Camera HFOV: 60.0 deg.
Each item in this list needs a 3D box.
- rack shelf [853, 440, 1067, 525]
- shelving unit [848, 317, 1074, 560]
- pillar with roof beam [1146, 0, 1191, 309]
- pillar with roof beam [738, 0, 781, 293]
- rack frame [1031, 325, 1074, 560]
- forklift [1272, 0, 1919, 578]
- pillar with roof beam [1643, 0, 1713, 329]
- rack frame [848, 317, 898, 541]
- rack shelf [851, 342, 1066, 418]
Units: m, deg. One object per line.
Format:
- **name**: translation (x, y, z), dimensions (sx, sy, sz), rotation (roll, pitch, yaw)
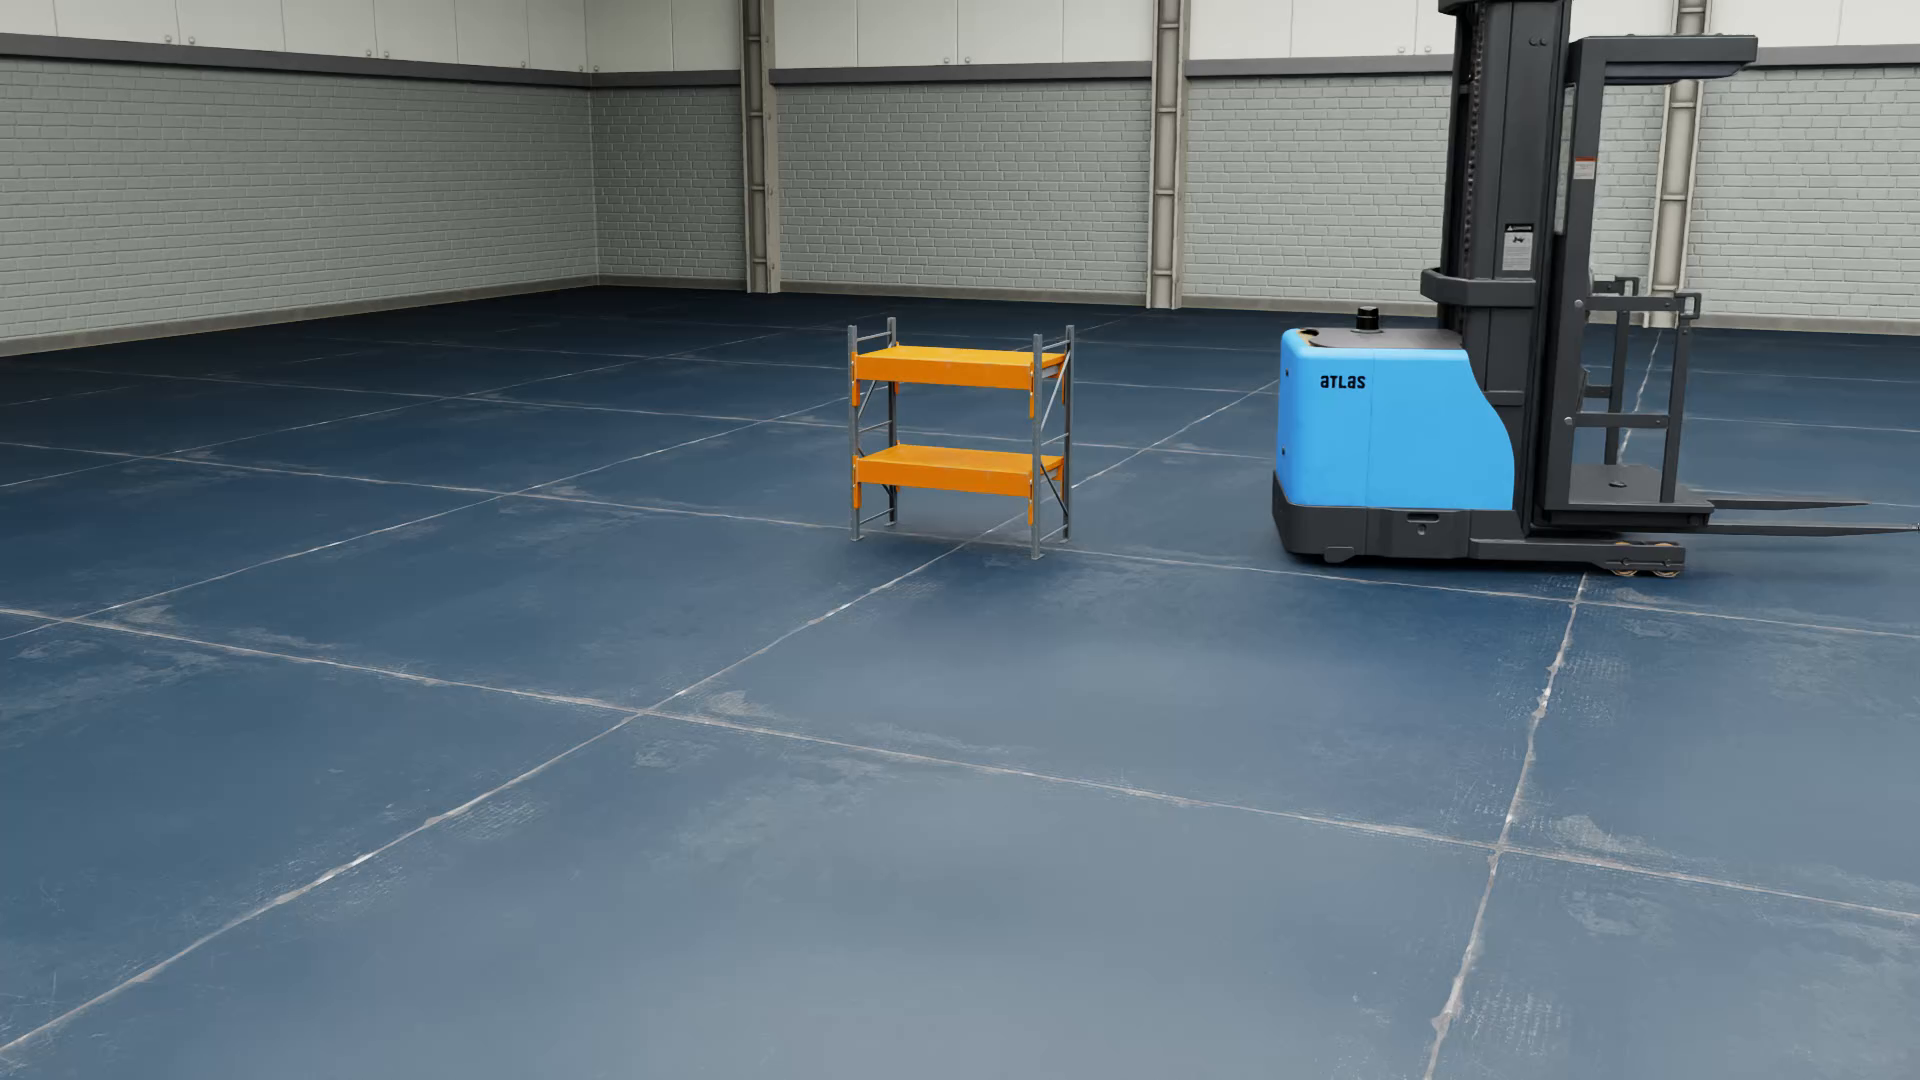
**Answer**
- **rack shelf**: translation (0.006, -0.309, 8.680), dimensions (1.000, 0.278, 0.538), rotation (6, 14, 23)
- **shelving unit**: translation (0.006, -0.547, 8.624), dimensions (1.048, 1.125, 0.538), rotation (6, 14, 23)
- **pillar with roof beam**: translation (0.911, -6.510, 16.798), dimensions (0.400, 9.000, 9.100), rotation (6, 14, 23)
- **pillar with roof beam**: translation (-4.575, -7.065, 19.164), dimensions (0.400, 9.000, 9.100), rotation (6, 14, 23)
- **rack frame**: translation (0.471, -0.500, 8.423), dimensions (0.032, 1.125, 0.500), rotation (6, 14, 23)
- **forklift**: translation (3.164, -1.374, 8.194), dimensions (3.031, 2.935, 1.130), rotation (1, 13, 6)
- **pillar with roof beam**: translation (6.397, -5.954, 14.432), dimensions (0.400, 9.000, 9.100), rotation (6, 14, 23)
- **rack frame**: translation (-0.459, -0.594, 8.824), dimensions (0.032, 1.125, 0.500), rotation (6, 14, 23)
- **rack shelf**: translation (0.006, -0.832, 8.557), dimensions (1.000, 0.278, 0.538), rotation (6, 14, 23)
